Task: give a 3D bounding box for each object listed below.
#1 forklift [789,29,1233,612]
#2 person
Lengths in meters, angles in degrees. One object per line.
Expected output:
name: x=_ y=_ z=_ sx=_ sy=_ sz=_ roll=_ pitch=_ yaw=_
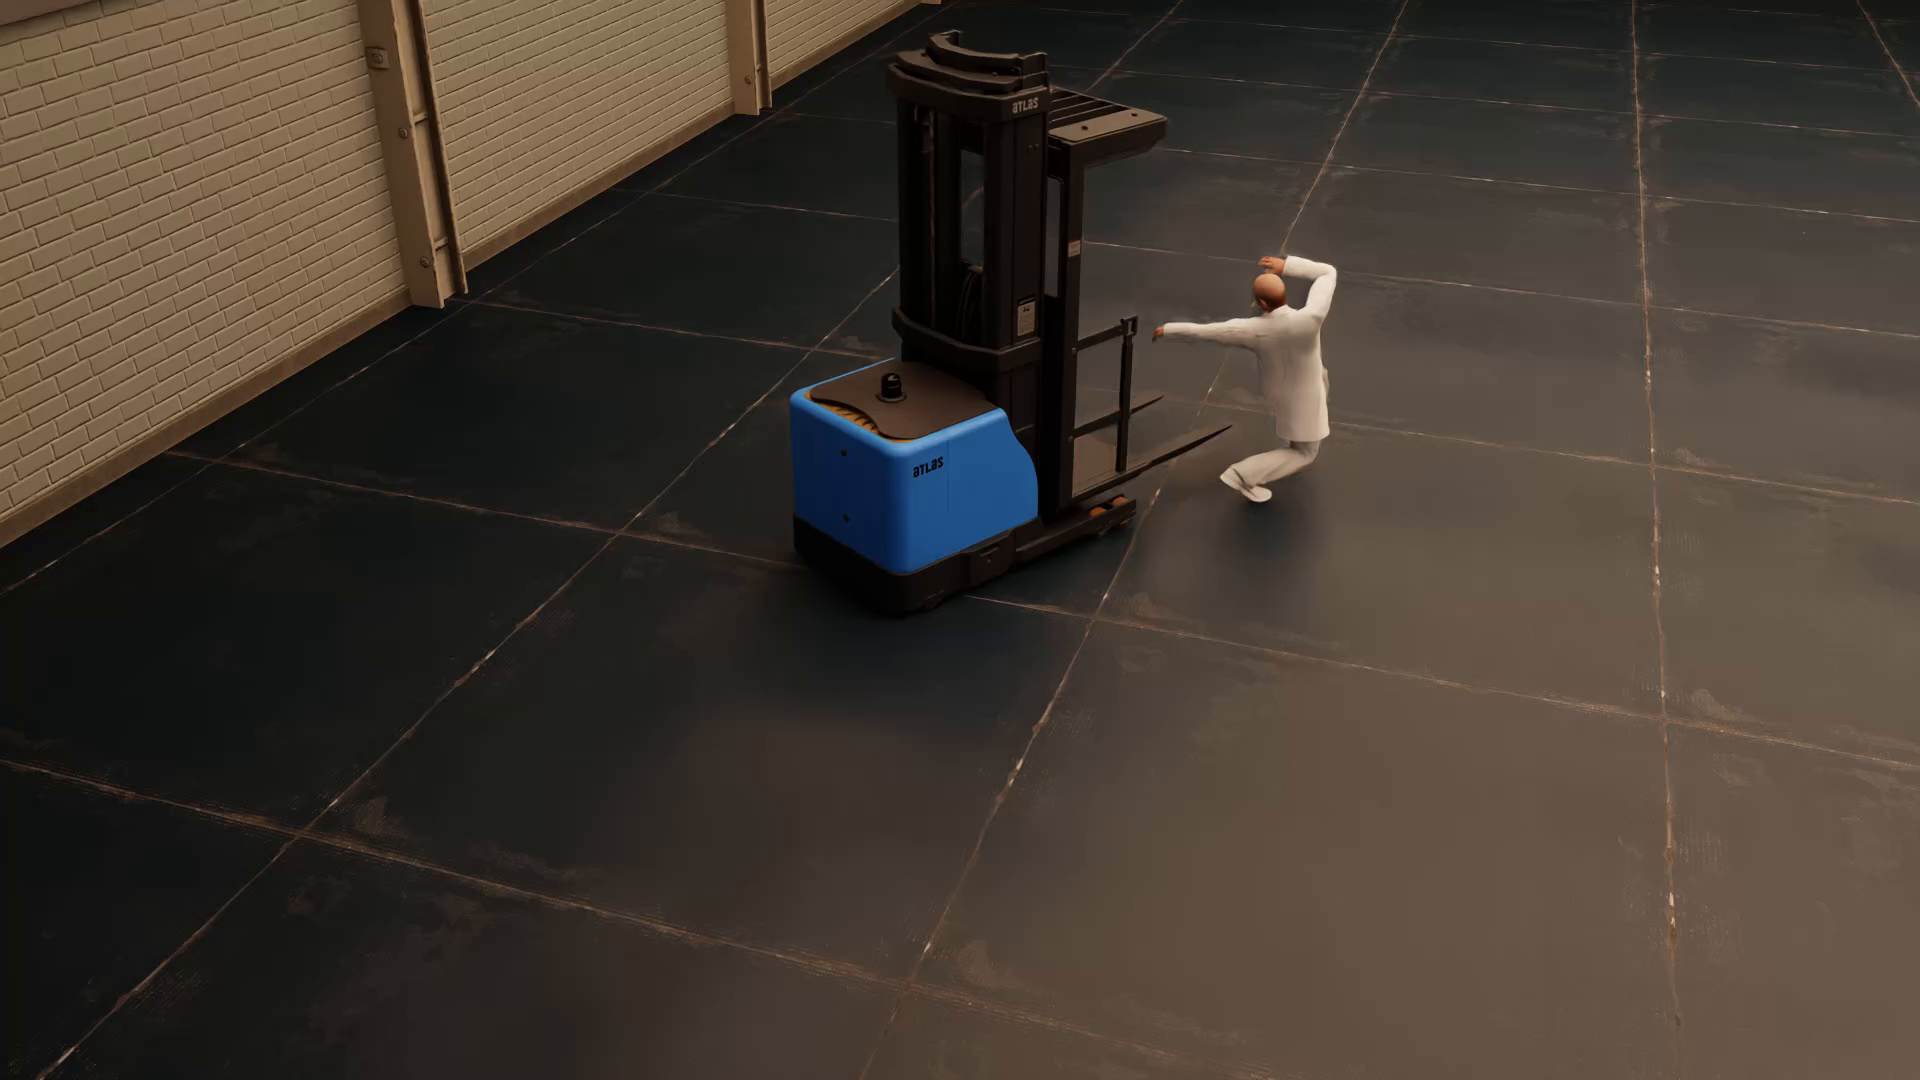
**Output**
forklift: x=0.452 y=-1.479 z=9.731 sx=3.031 sy=2.935 sz=1.130 roll=-24 pitch=37 yaw=-35
person: x=1.863 y=-1.089 z=10.482 sx=1.103 sy=1.500 sz=0.977 roll=25 pitch=38 yaw=37
